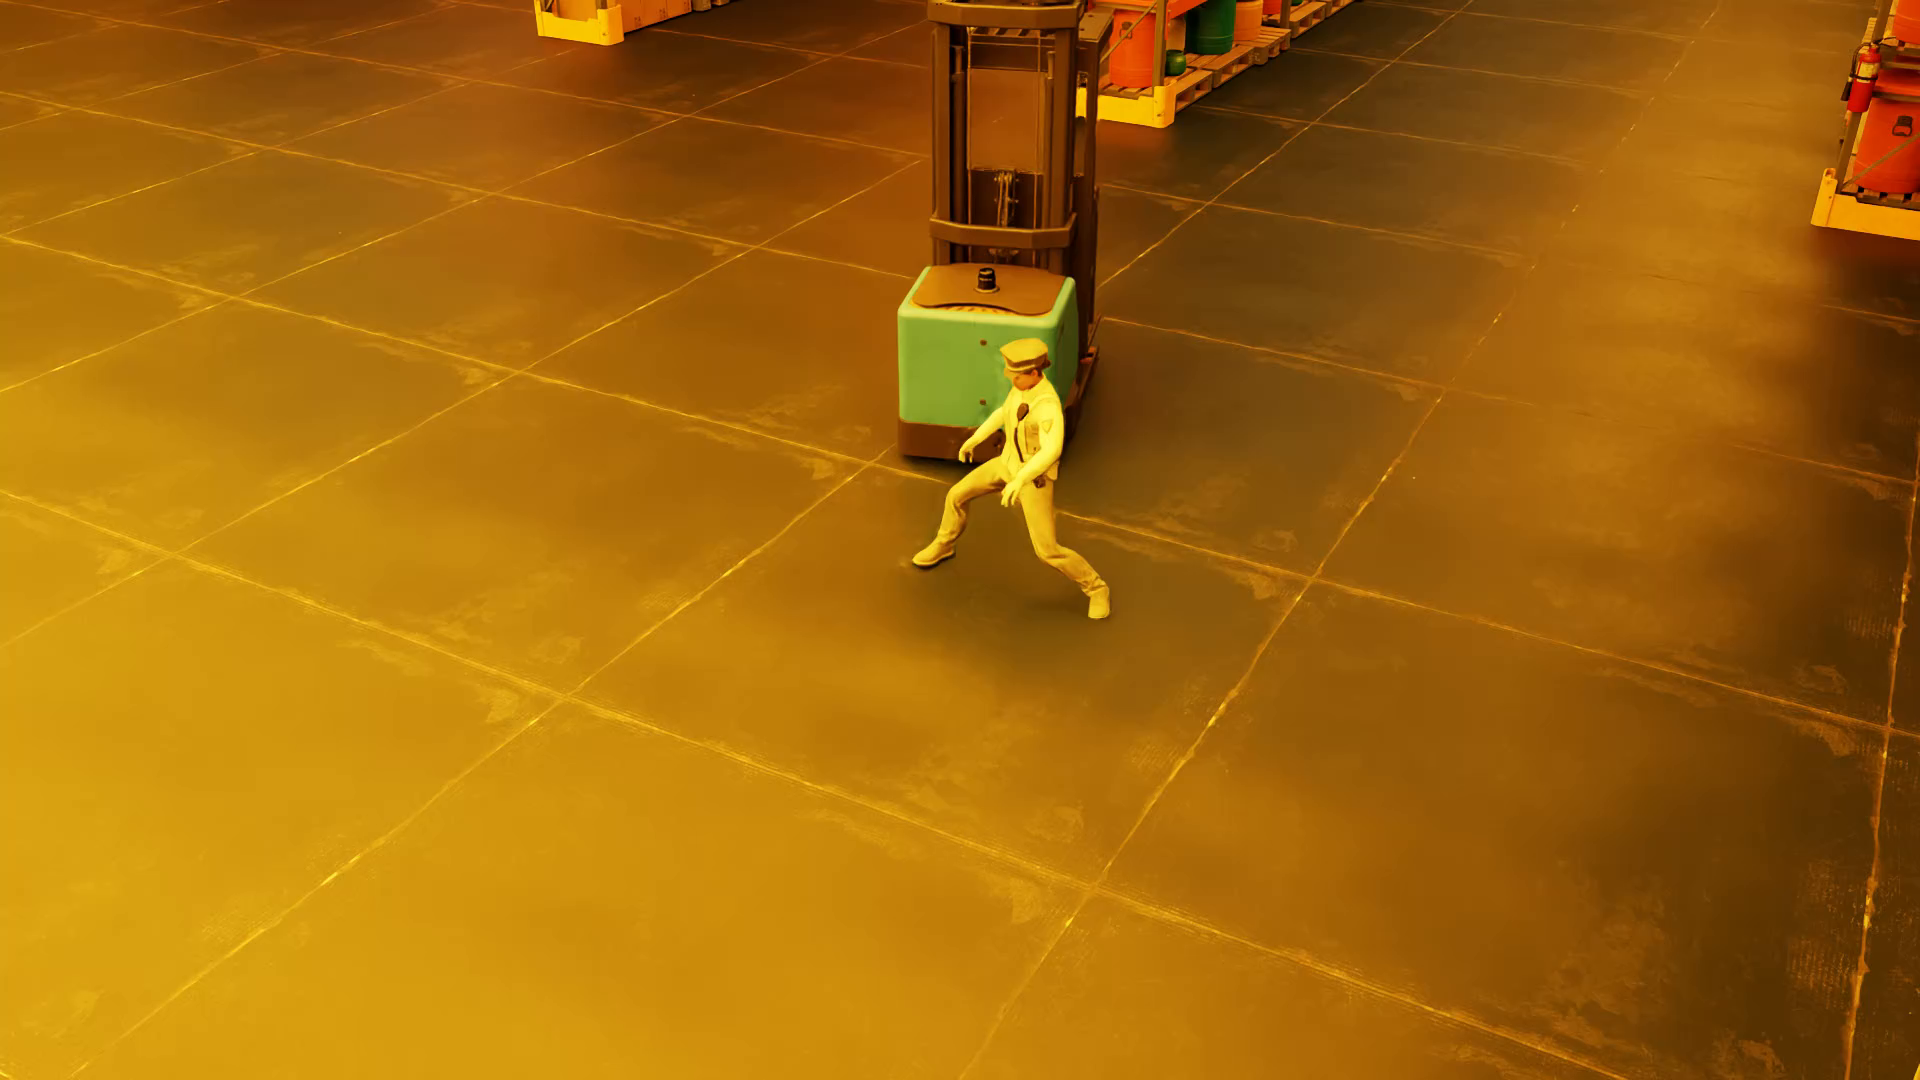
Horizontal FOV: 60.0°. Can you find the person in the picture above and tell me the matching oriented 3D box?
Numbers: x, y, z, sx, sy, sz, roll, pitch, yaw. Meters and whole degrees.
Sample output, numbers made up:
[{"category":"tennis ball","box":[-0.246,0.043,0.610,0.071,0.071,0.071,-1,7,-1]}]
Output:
[{"category":"person","box":[0.533,-0.408,9.179,0.573,1.566,0.856,-4,30,-8]}]

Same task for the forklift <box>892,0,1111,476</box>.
[{"category":"forklift","box":[0.373,-2.379,11.192,1.130,2.935,3.031,6,31,10]}]
